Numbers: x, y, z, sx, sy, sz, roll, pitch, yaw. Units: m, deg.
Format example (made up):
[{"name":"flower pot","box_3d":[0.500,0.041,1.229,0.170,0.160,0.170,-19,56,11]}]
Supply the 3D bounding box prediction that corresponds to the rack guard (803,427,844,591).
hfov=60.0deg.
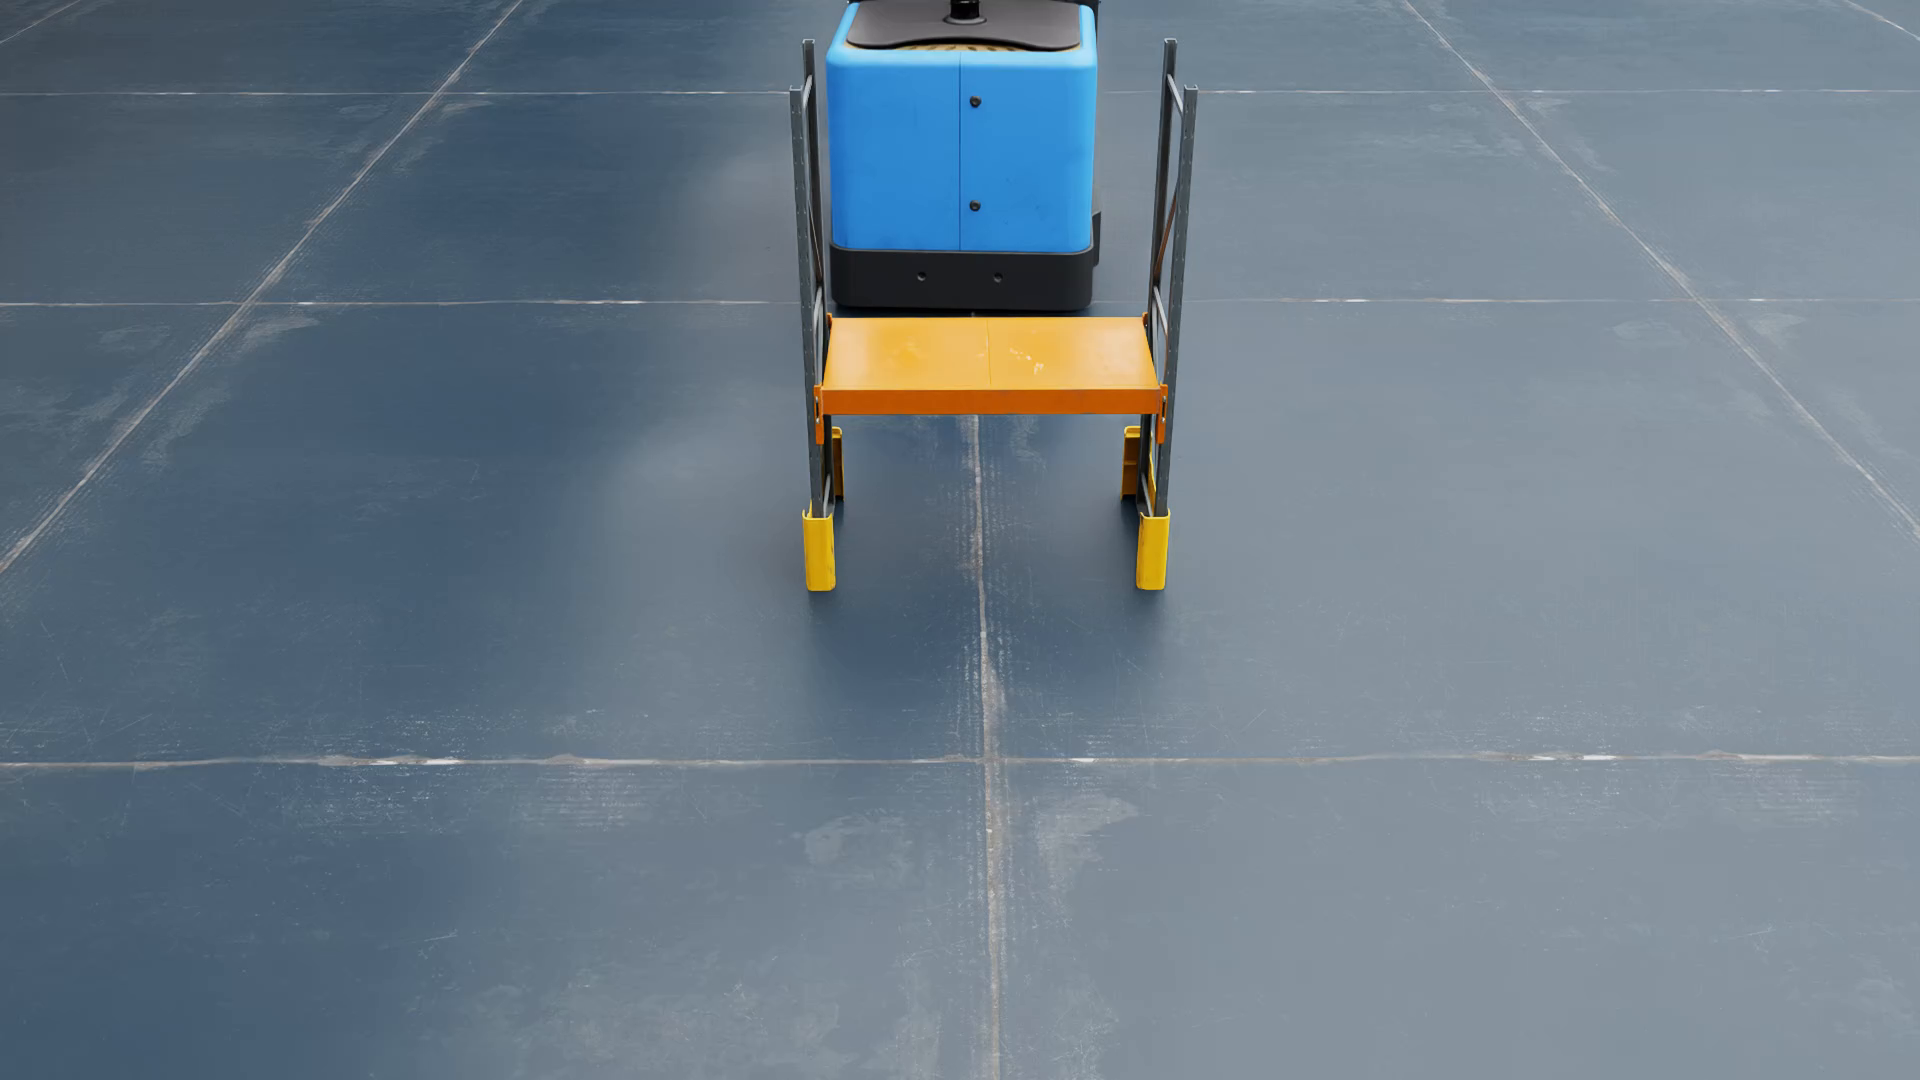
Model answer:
[{"name":"rack guard","box_3d":[-0.422,-0.106,5.183,0.087,0.250,0.587,0,31,0]}]

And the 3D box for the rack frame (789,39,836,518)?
[{"name":"rack frame","box_3d":[-0.423,-0.640,4.859,0.032,1.500,0.500,0,31,0]}]

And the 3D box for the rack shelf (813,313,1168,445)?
[{"name":"rack shelf","box_3d":[0.085,-0.488,4.955,1.000,0.185,0.538,0,31,0]}]

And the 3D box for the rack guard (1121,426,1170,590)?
[{"name":"rack guard","box_3d":[0.574,-0.109,5.188,0.087,0.250,0.587,0,31,0]}]

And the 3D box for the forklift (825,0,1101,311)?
[{"name":"forklift","box_3d":[0.073,-2.898,7.201,1.130,2.935,3.031,1,31,2]}]

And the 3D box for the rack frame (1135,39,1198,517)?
[{"name":"rack frame","box_3d":[0.594,-0.643,4.864,0.032,1.500,0.500,0,31,0]}]

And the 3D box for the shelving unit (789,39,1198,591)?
[{"name":"shelving unit","box_3d":[0.076,-0.641,4.861,1.083,1.500,0.587,0,31,0]}]
